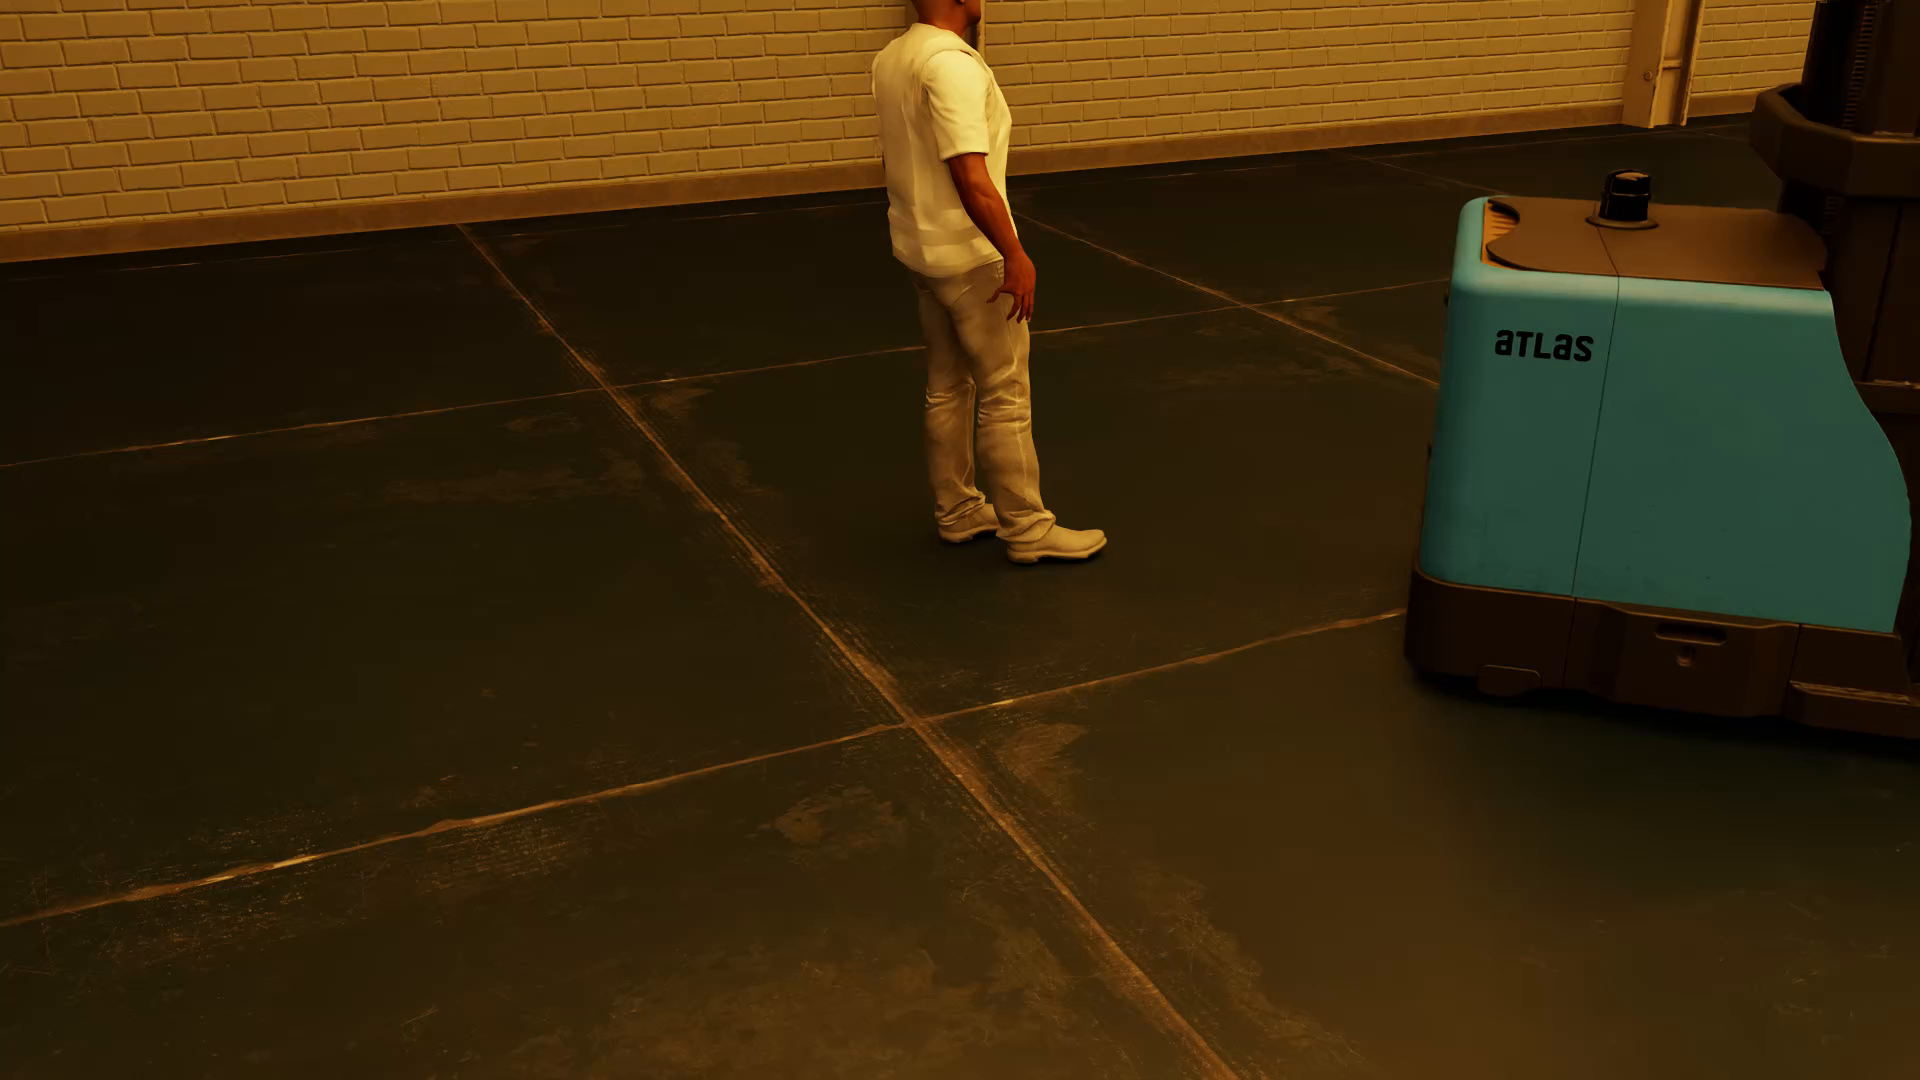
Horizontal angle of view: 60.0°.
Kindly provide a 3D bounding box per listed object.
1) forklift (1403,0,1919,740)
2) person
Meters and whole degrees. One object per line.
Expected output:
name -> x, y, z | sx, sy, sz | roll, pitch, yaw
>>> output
forklift -> 2.702, -0.990, 3.670 | 3.031, 2.935, 1.130 | 7, 23, 16
person -> 0.066, -0.832, 4.787 | 0.576, 1.766, 0.665 | -10, 25, -23
